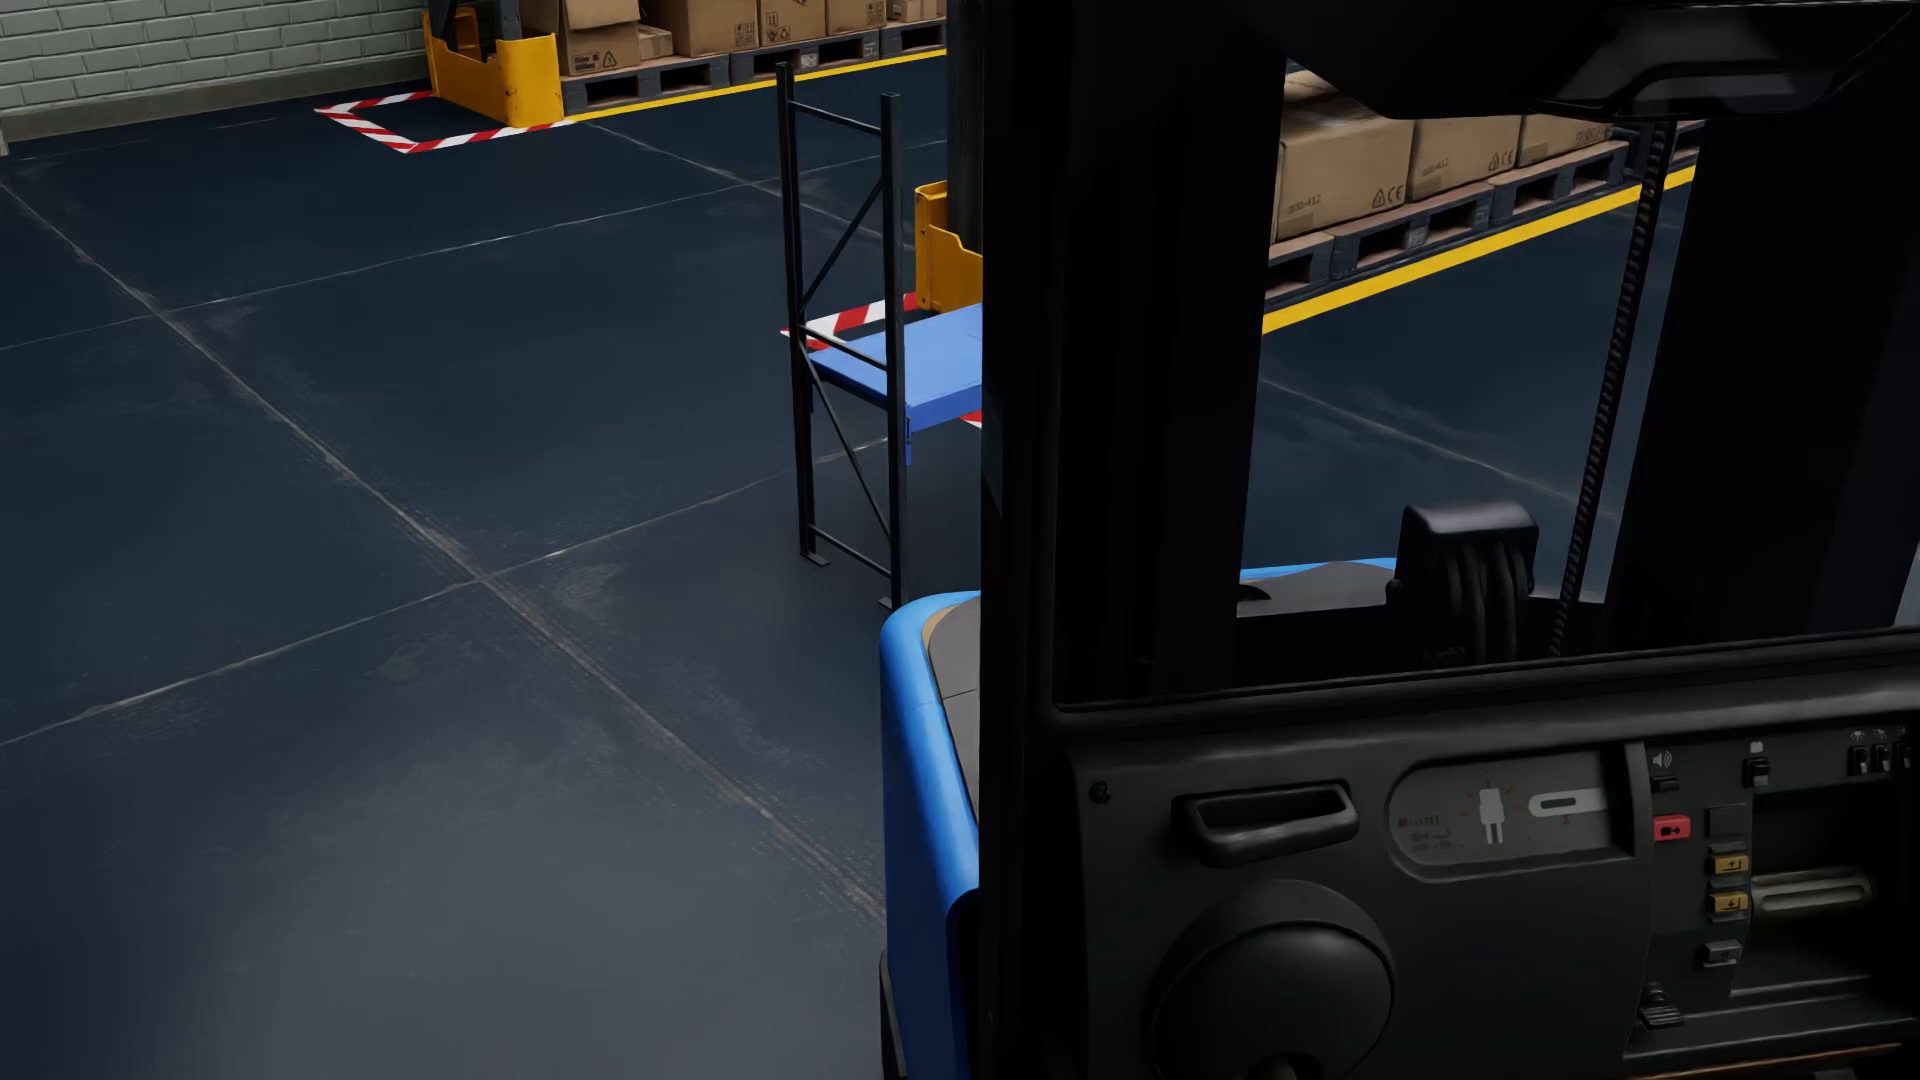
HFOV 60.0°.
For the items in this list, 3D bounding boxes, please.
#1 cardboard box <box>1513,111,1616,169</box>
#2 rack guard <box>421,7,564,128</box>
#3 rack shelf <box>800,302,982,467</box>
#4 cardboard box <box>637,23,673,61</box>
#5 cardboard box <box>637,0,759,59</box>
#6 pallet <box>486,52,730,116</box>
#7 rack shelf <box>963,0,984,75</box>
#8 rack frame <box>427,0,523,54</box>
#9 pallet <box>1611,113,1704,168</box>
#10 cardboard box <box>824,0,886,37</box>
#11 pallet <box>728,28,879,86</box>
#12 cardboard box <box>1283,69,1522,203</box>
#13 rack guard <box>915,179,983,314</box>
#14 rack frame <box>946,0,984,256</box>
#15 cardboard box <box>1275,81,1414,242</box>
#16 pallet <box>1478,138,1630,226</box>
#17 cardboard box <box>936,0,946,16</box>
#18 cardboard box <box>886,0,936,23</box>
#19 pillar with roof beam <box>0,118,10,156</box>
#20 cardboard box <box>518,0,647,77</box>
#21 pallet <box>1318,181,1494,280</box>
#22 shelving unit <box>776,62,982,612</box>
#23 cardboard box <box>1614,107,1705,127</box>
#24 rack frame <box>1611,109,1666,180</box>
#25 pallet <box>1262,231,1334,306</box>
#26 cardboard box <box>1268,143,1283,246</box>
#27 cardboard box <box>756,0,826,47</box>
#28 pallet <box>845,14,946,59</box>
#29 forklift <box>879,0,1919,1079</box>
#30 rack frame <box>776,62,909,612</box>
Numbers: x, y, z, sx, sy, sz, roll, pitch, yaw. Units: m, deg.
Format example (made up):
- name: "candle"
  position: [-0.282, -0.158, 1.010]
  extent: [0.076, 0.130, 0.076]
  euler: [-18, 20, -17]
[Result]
- name: "cardboard box"
  position: [2.809, -2.317, 8.676]
  extent: [0.875, 0.438, 0.875]
  euler: [-22, 35, -36]
- name: "rack guard"
  position: [-2.853, -2.891, 10.129]
  extent: [0.348, 0.500, 1.175]
  euler: [-22, 35, -35]
- name: "rack shelf"
  position: [0.065, -0.529, 5.030]
  extent: [1.000, 0.185, 0.538]
  euler: [-22, 35, -35]
- name: "cardboard box"
  position: [-2.036, -3.167, 10.573]
  extent: [0.250, 0.149, 0.380]
  euler: [-24, 36, -37]
- name: "cardboard box"
  position: [-1.709, -3.454, 10.737]
  extent: [0.500, 0.500, 0.700]
  euler: [-20, 34, -33]
- name: "pallet"
  position: [-2.247, -3.008, 10.654]
  extent: [1.213, 0.211, 1.003]
  euler: [-22, 35, -35]
- name: "rack shelf"
  position: [1.835, -2.486, 7.483]
  extent: [4.000, 0.370, 1.077]
  euler: [-22, 35, -35]
- name: "rack frame"
  position: [-2.911, -3.970, 9.497]
  extent: [0.127, 3.000, 1.000]
  euler: [-22, 35, -35]
- name: "pallet"
  position: [3.894, -2.448, 9.608]
  extent: [1.213, 0.211, 1.003]
  euler: [-22, 35, -35]
- name: "cardboard box"
  position: [-0.919, -3.771, 11.331]
  extent: [0.500, 0.500, 0.700]
  euler: [-23, 36, -37]
- name: "pallet"
  position: [-1.320, -3.379, 11.349]
  extent: [1.213, 0.211, 1.003]
  euler: [-22, 35, -35]
- name: "cardboard box"
  position: [2.128, -2.043, 8.163]
  extent: [0.875, 0.438, 0.875]
  euler: [-23, 36, -36]
- name: "rack guard"
  position: [0.295, -1.082, 6.744]
  extent: [0.348, 0.500, 1.175]
  euler: [-22, 35, -35]
- name: "rack frame"
  position: [0.313, -2.192, 6.168]
  extent: [0.127, 3.000, 1.000]
  euler: [-22, 35, -35]
- name: "cardboard box"
  position: [1.441, -1.768, 7.648]
  extent: [0.875, 0.438, 0.875]
  euler: [-21, 34, -34]
- name: "pallet"
  position: [2.727, -1.981, 8.733]
  extent: [1.213, 0.211, 1.003]
  euler: [-22, 35, -35]
- name: "cardboard box"
  position: [-0.101, -3.846, 11.843]
  extent: [0.250, 0.149, 0.380]
  euler: [-23, 36, -36]
- name: "cardboard box"
  position: [-0.373, -3.788, 11.611]
  extent: [0.258, 0.266, 0.396]
  euler: [-20, 34, -33]
- name: "pillar with roof beam"
  position: [-2.753, -4.571, 4.256]
  extent: [0.400, 9.000, 9.100]
  euler: [-22, 35, -35]
- name: "cardboard box"
  position: [-2.384, -3.208, 10.273]
  extent: [0.637, 0.503, 0.797]
  euler: [-24, 36, -37]
- name: "pallet"
  position: [1.798, -1.606, 8.031]
  extent: [1.213, 0.211, 1.003]
  euler: [-22, 35, -35]
- name: "shelving unit"
  position: [0.065, -0.688, 4.945]
  extent: [1.048, 1.500, 0.538]
  euler: [-22, 35, -35]
- name: "cardboard box"
  position: [3.776, -2.882, 9.269]
  extent: [0.875, 0.875, 0.875]
  euler: [-21, 34, -33]
- name: "rack frame"
  position: [3.356, -3.415, 8.458]
  extent: [0.127, 3.000, 1.000]
  euler: [-22, 35, -35]
- name: "pallet"
  position: [0.871, -1.234, 7.336]
  extent: [1.213, 0.211, 1.003]
  euler: [-22, 35, -35]
- name: "cardboard box"
  position: [0.751, -1.485, 7.118]
  extent: [0.875, 0.438, 0.875]
  euler: [-23, 36, -37]
- name: "cardboard box"
  position: [-1.242, -3.580, 10.972]
  extent: [0.500, 0.500, 0.500]
  euler: [-21, 35, -34]
- name: "pallet"
  position: [-0.391, -3.754, 12.051]
  extent: [1.213, 0.211, 1.003]
  euler: [-22, 35, -35]
- name: "forklift"
  position: [0.602, 0.395, 1.402]
  extent: [1.130, 2.935, 3.031]
  euler: [-5, 28, -8]
- name: "rack frame"
  position: [-0.322, -0.532, 4.654]
  extent: [0.032, 1.500, 0.500]
  euler: [-22, 35, -35]
